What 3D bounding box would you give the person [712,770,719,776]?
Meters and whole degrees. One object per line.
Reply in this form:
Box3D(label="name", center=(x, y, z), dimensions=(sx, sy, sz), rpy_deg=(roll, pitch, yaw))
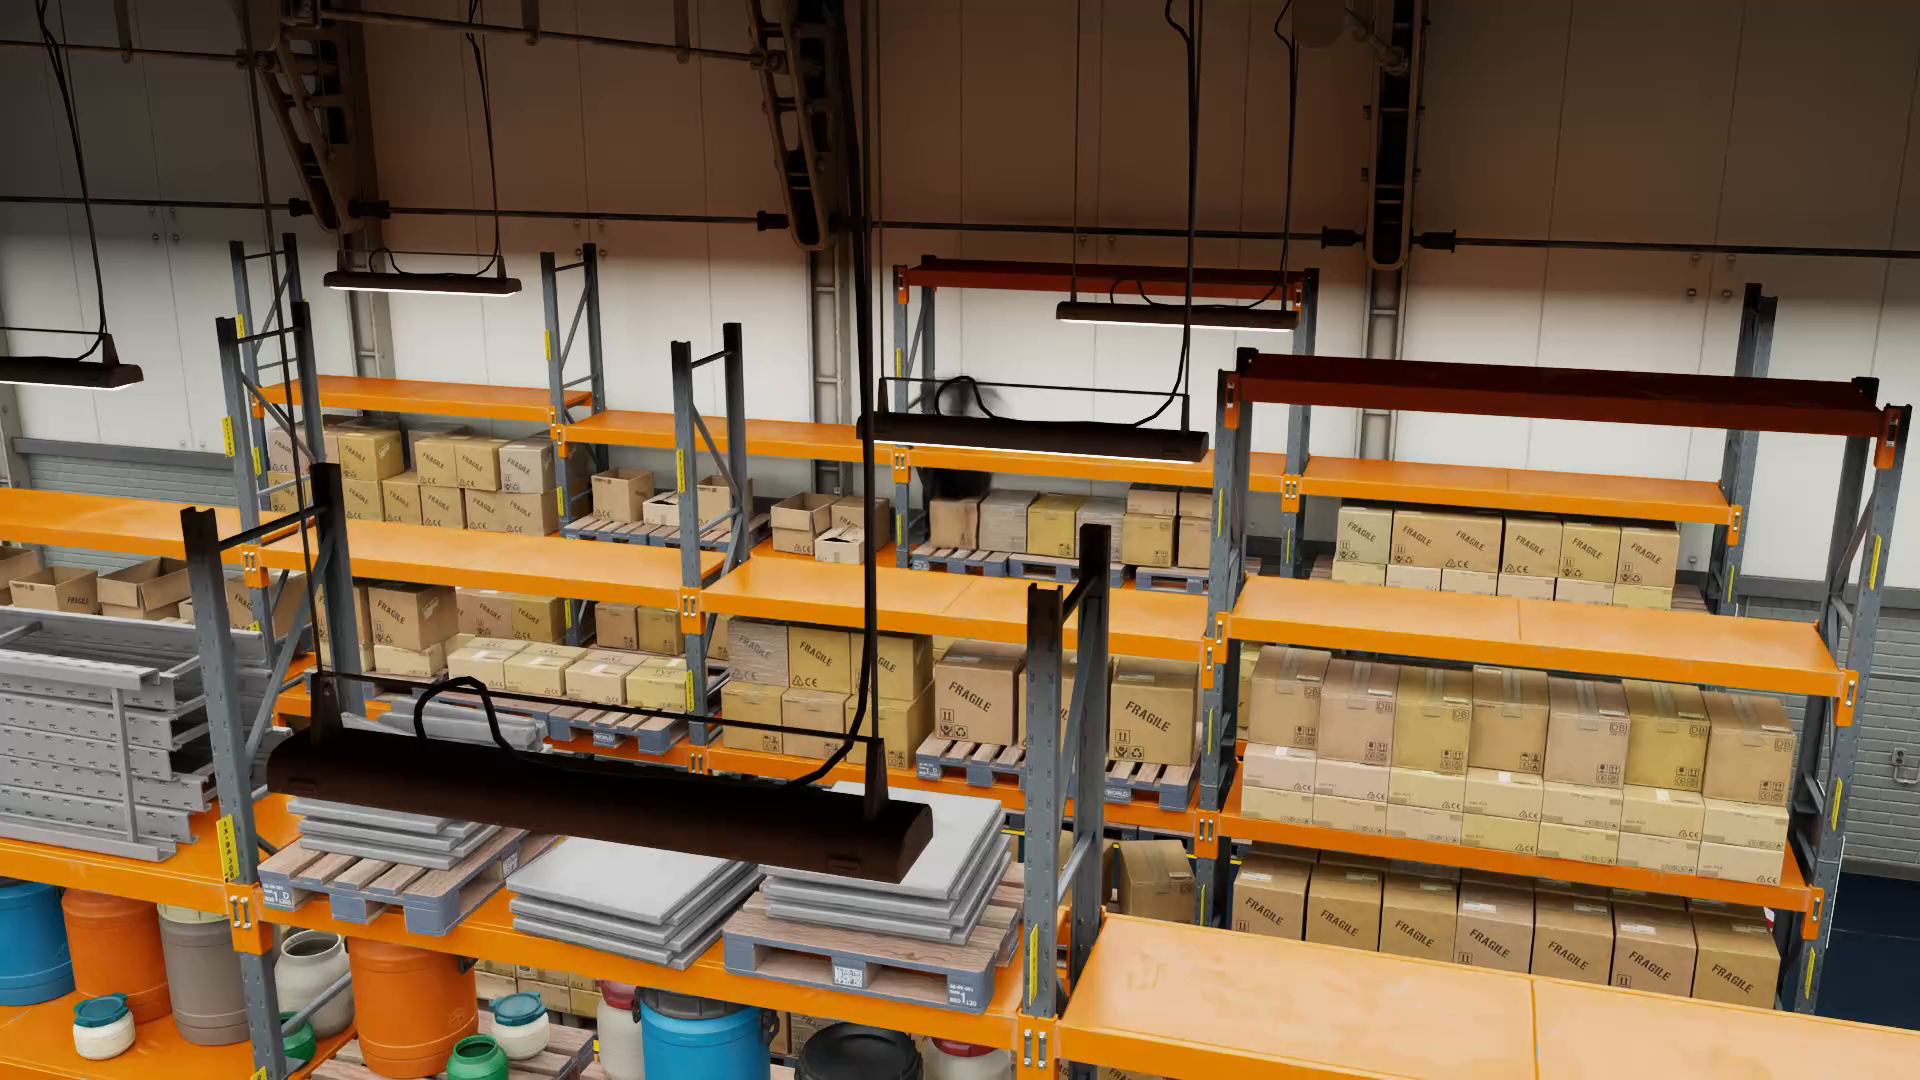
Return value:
Box3D(label="person", center=(-2.269, 2.872, 15.850), dimensions=(0.530, 1.673, 0.803), rpy_deg=(15, 22, 42))
